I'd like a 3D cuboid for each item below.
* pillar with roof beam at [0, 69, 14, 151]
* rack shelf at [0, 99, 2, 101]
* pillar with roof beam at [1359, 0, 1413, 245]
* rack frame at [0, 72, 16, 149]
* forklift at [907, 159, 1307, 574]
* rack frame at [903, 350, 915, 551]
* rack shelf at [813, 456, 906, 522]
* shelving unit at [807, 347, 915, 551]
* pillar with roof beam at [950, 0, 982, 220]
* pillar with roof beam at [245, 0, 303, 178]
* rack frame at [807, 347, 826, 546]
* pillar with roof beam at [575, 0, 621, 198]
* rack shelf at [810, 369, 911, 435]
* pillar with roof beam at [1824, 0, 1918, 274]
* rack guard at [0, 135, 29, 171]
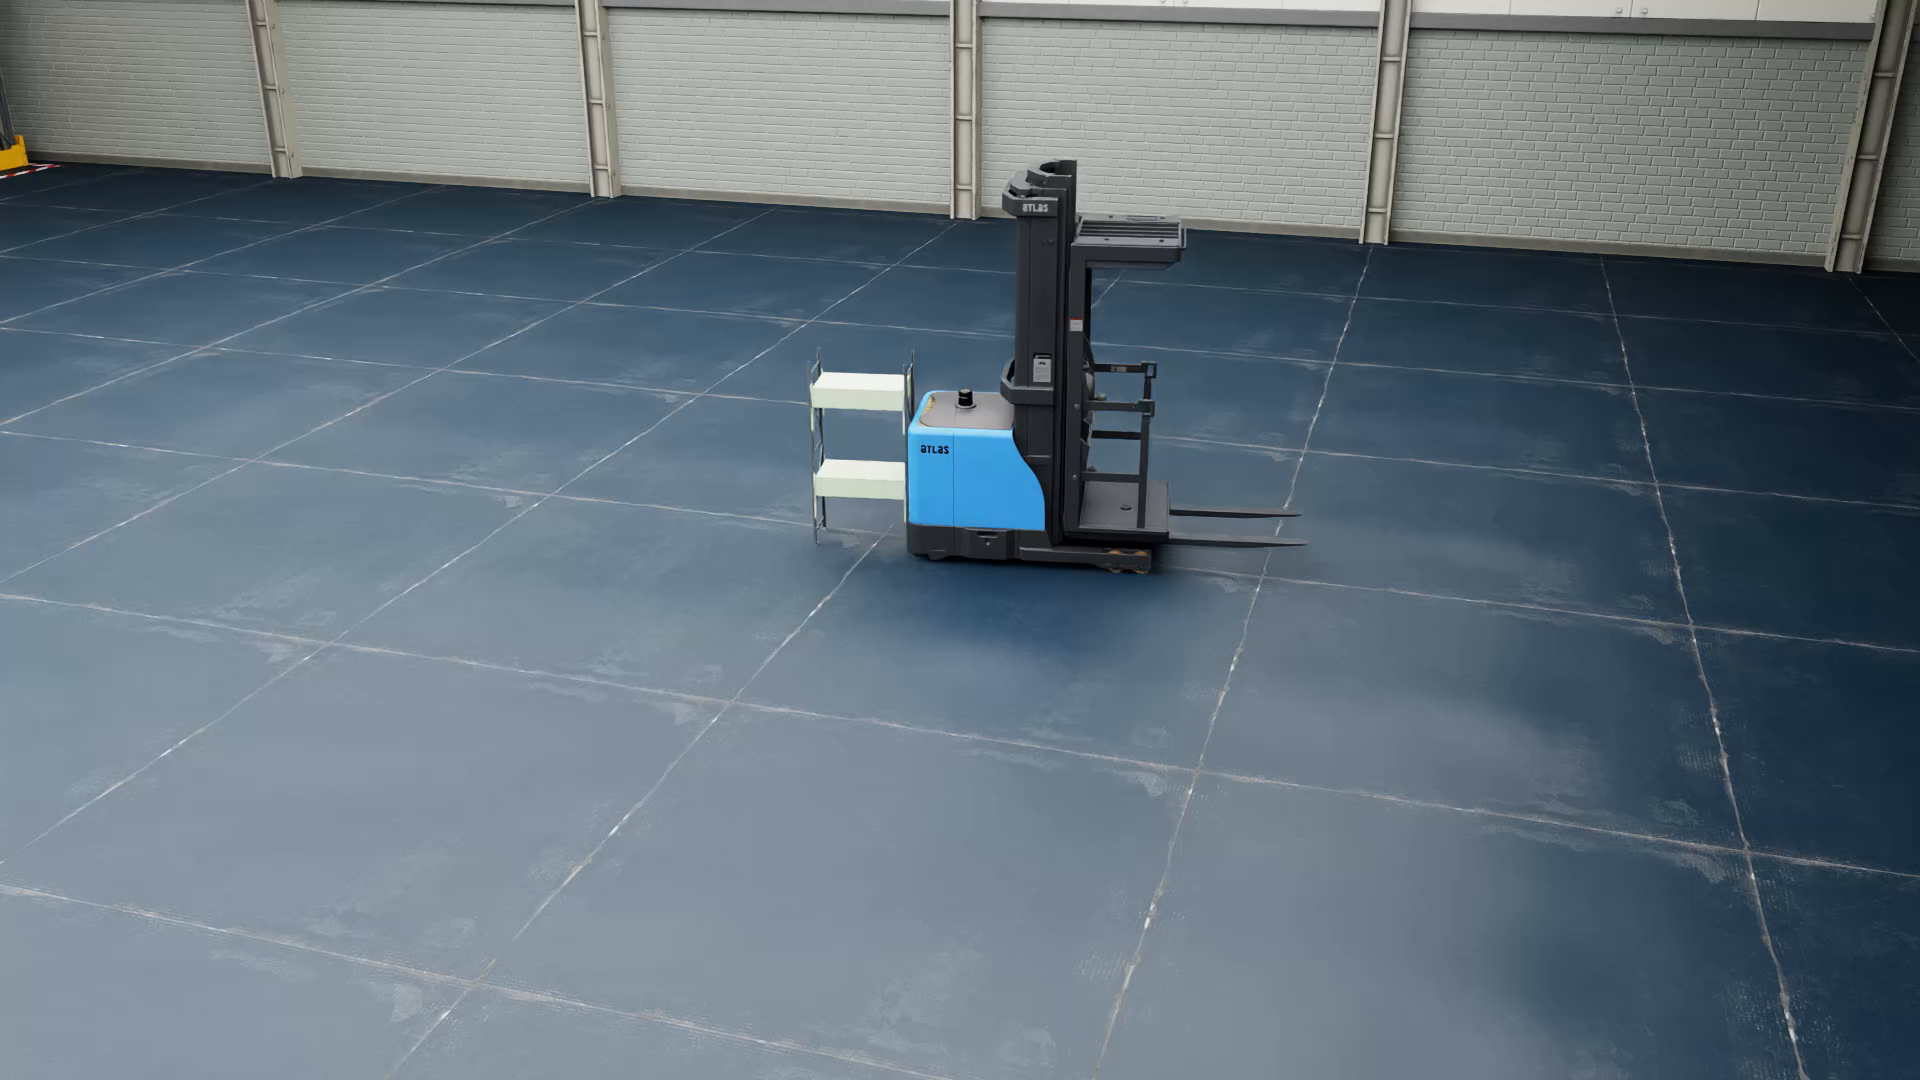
[{"bbox_3d":[-18.390,-9.429,24.305,0.400,9.000,9.100,7,23,16],"label":"pillar with roof beam"},{"bbox_3d":[-18.655,-7.701,28.944,4.000,0.370,1.077,7,23,16],"label":"rack shelf"},{"bbox_3d":[4.587,-6.799,17.892,0.400,9.000,9.100,7,23,16],"label":"pillar with roof beam"},{"bbox_3d":[-16.740,-7.814,28.273,0.127,3.000,1.000,7,23,16],"label":"rack frame"},{"bbox_3d":[1.151,-1.314,12.517,3.031,2.935,1.130,3,22,6],"label":"forklift"},{"bbox_3d":[-0.387,-0.686,12.872,0.023,1.500,0.400,3,22,6],"label":"rack frame"},{"bbox_3d":[-0.750,-0.402,13.037,0.720,0.370,0.431,3,22,6],"label":"rack shelf"},{"bbox_3d":[-0.750,-0.703,12.913,0.755,1.500,0.431,3,22,6],"label":"shelving unit"},{"bbox_3d":[-1.157,-7.456,19.495,0.400,9.000,9.100,7,23,16],"label":"pillar with roof beam"},{"bbox_3d":[-12.646,-8.772,22.702,0.400,9.000,9.100,7,23,16],"label":"pillar with roof beam"},{"bbox_3d":[-1.113,-0.720,12.954,0.023,1.500,0.400,3,22,6],"label":"rack frame"},{"bbox_3d":[-6.902,-8.114,21.098,0.400,9.000,9.100,7,23,16],"label":"pillar with roof beam"},{"bbox_3d":[-0.750,-1.064,12.765,0.720,0.370,0.431,3,22,6],"label":"rack shelf"},{"bbox_3d":[10.331,-6.141,16.288,0.400,9.000,9.100,7,23,16],"label":"pillar with roof beam"},{"bbox_3d":[-16.717,-6.655,28.741,0.348,0.500,1.175,7,23,16],"label":"rack guard"}]
